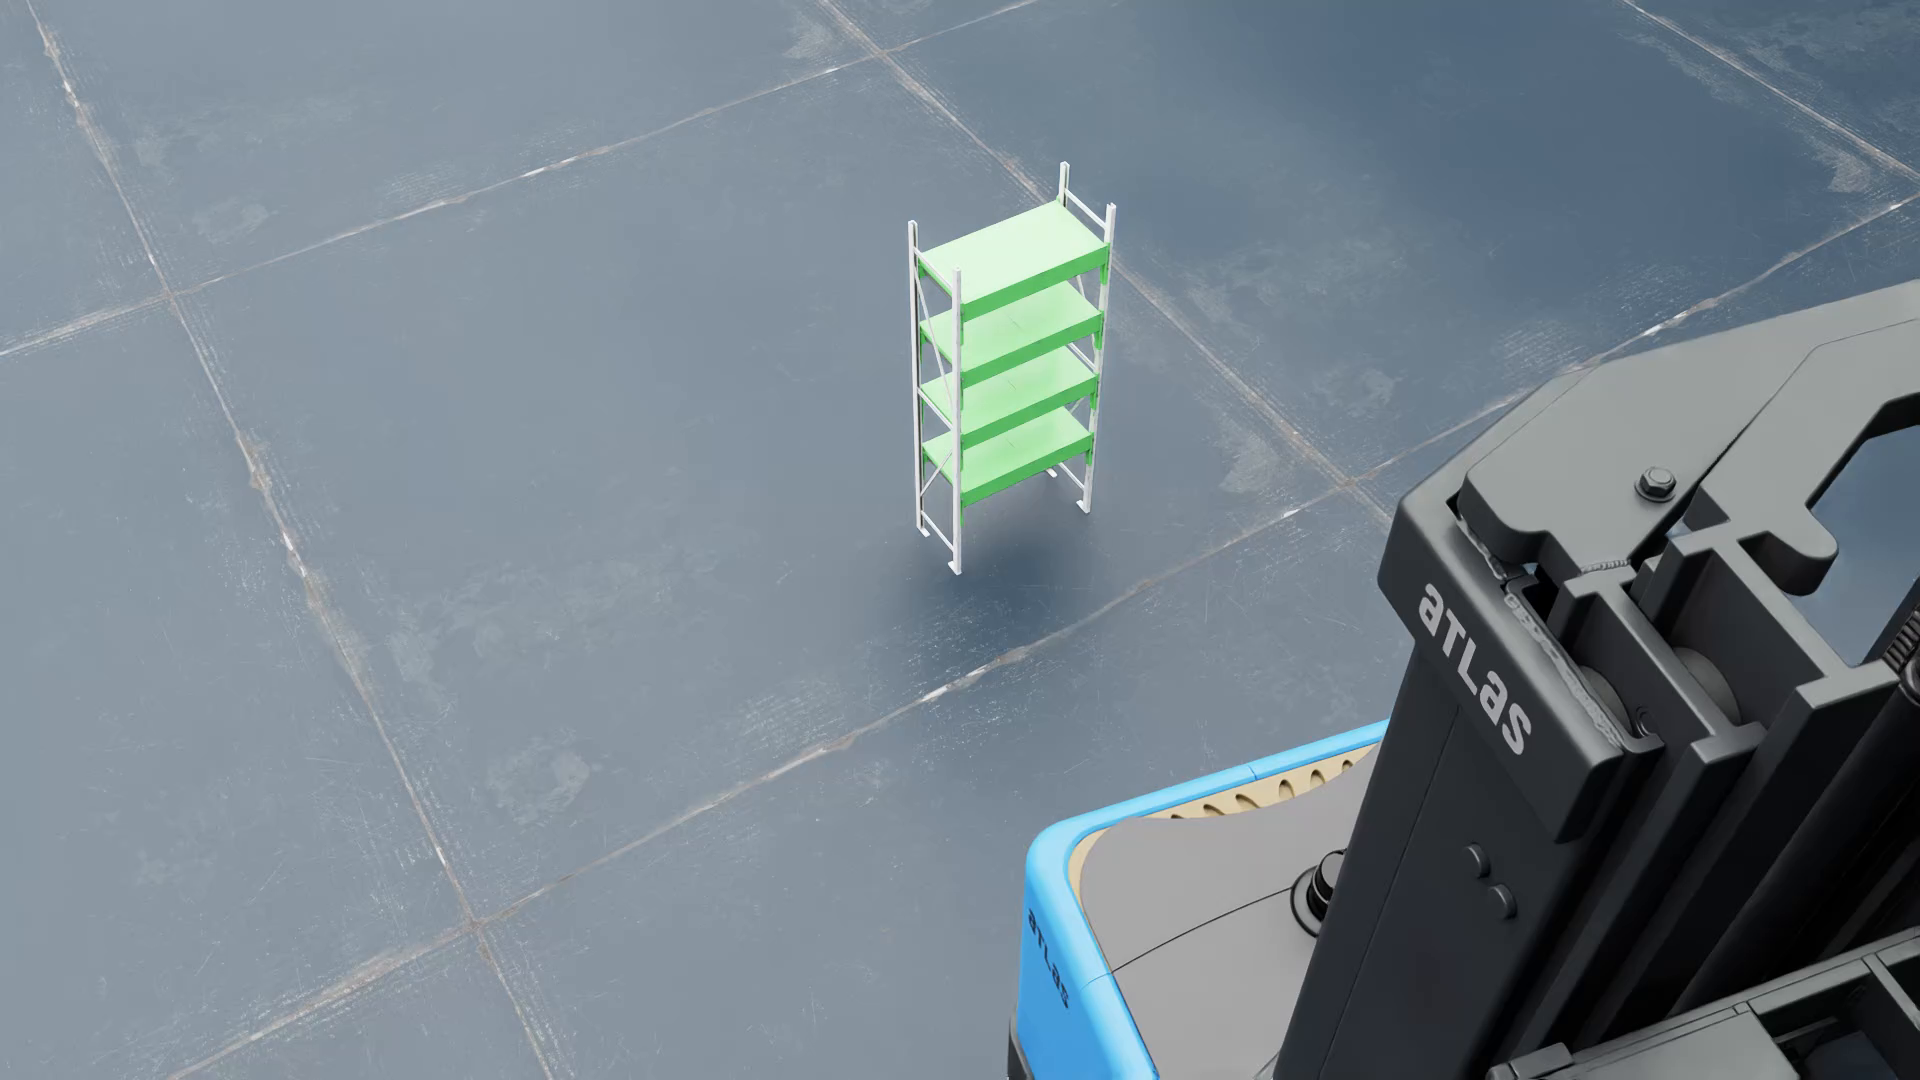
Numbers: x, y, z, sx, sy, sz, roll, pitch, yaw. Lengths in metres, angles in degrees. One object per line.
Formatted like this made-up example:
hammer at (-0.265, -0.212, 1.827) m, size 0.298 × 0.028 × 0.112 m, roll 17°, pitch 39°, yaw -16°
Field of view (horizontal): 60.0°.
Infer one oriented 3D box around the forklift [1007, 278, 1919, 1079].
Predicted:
forklift at (1.089, 1.237, 2.186) m, size 1.130 × 2.935 × 3.031 m, roll -15°, pitch 50°, yaw -13°

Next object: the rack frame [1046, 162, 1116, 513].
rack frame at (0.346, -0.562, 4.947) m, size 0.015 × 1.200 × 0.240 m, roll -25°, pitch 53°, yaw -21°

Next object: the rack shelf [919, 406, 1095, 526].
rack shelf at (0.140, -0.263, 5.088) m, size 0.480 × 0.148 × 0.258 m, roll -25°, pitch 53°, yaw -21°

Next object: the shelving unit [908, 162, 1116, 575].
shelving unit at (0.140, -0.465, 4.861) m, size 0.503 × 1.200 × 0.258 m, roll -25°, pitch 53°, yaw -21°

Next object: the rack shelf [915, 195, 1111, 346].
rack shelf at (0.140, -0.742, 4.550) m, size 0.480 × 0.148 × 0.258 m, roll -25°, pitch 53°, yaw -21°

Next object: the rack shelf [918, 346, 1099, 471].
rack shelf at (0.140, -0.422, 4.908) m, size 0.480 × 0.148 × 0.258 m, roll -25°, pitch 53°, yaw -21°

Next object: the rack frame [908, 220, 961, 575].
rack frame at (-0.066, -0.368, 4.774) m, size 0.015 × 1.200 × 0.240 m, roll -25°, pitch 53°, yaw -21°

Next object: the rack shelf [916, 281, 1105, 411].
rack shelf at (0.140, -0.582, 4.729) m, size 0.480 × 0.148 × 0.258 m, roll -25°, pitch 53°, yaw -21°
